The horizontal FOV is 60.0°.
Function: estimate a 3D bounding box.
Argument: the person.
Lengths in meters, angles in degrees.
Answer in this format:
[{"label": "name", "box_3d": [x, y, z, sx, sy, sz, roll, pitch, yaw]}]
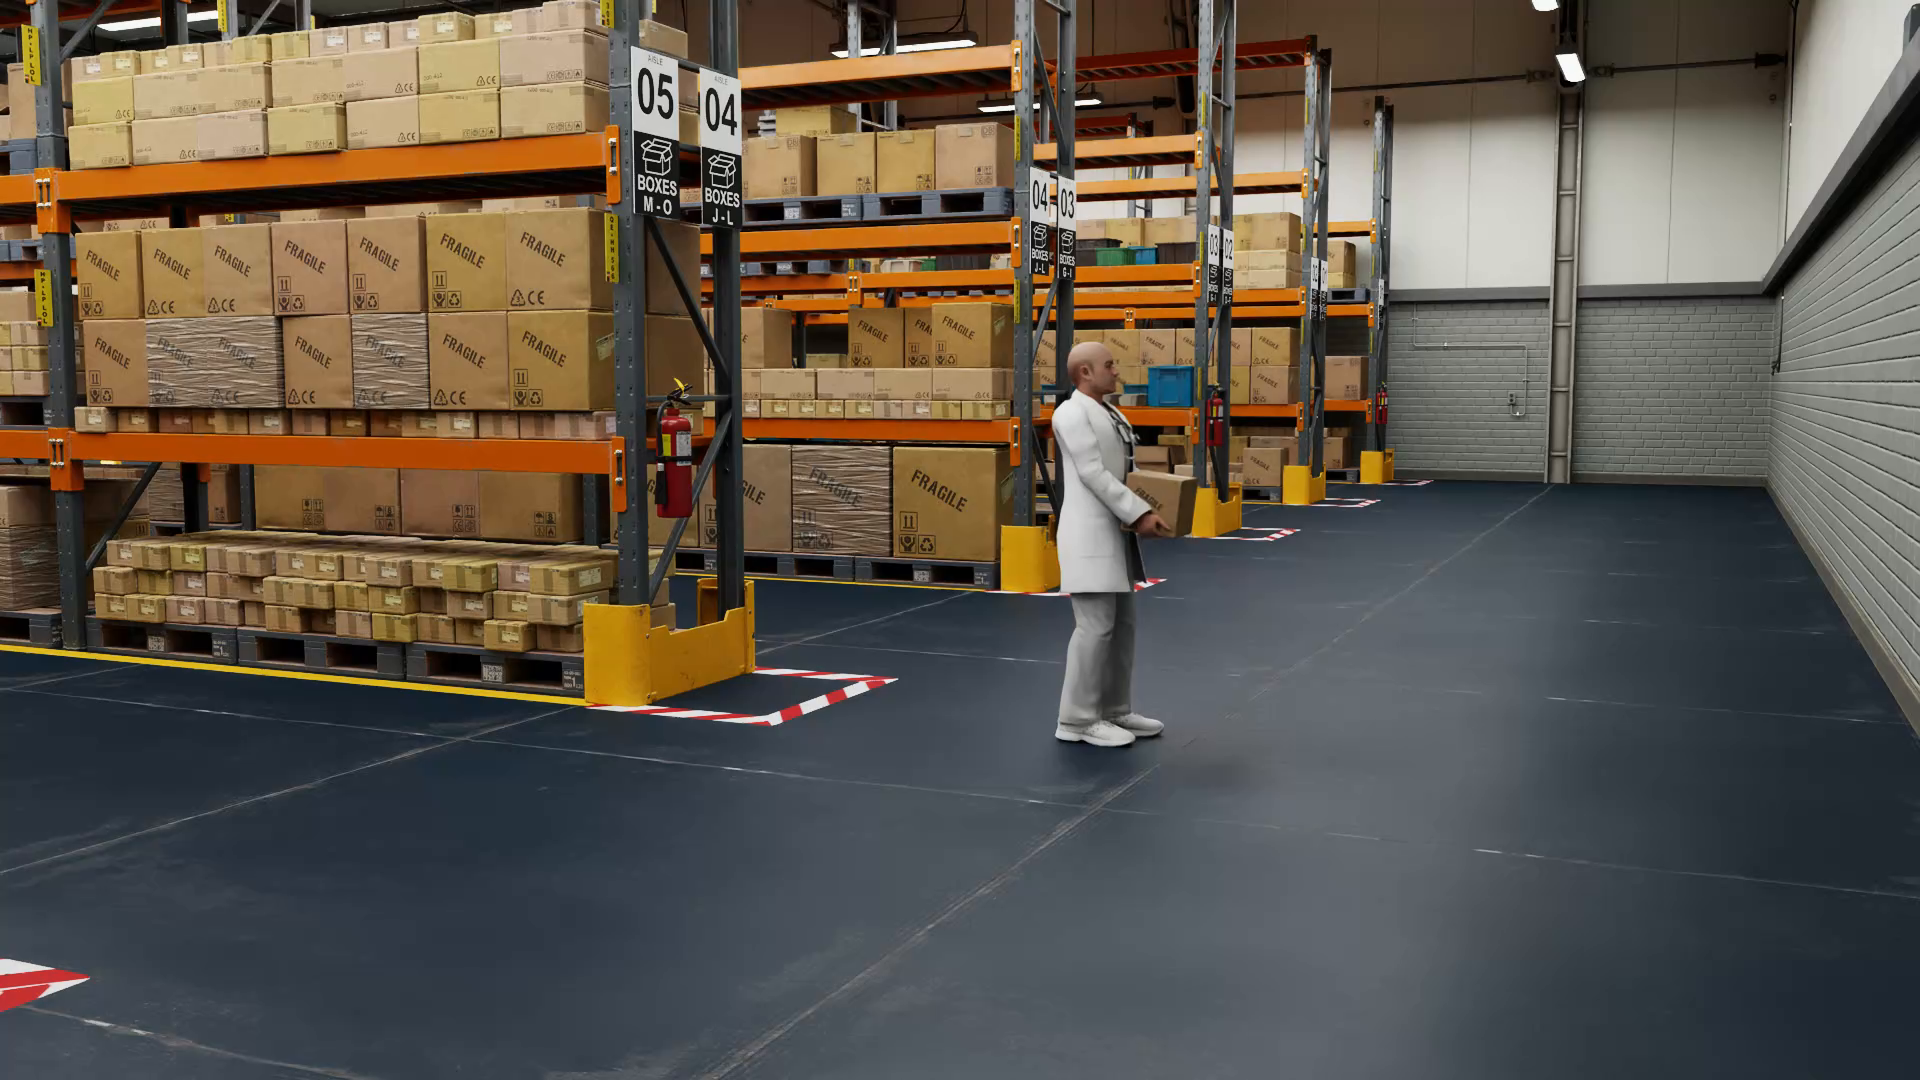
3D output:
[{"label": "person", "box_3d": [0.710, 0.010, 7.398, 0.554, 1.771, 0.529, 3, 6, 25]}]
